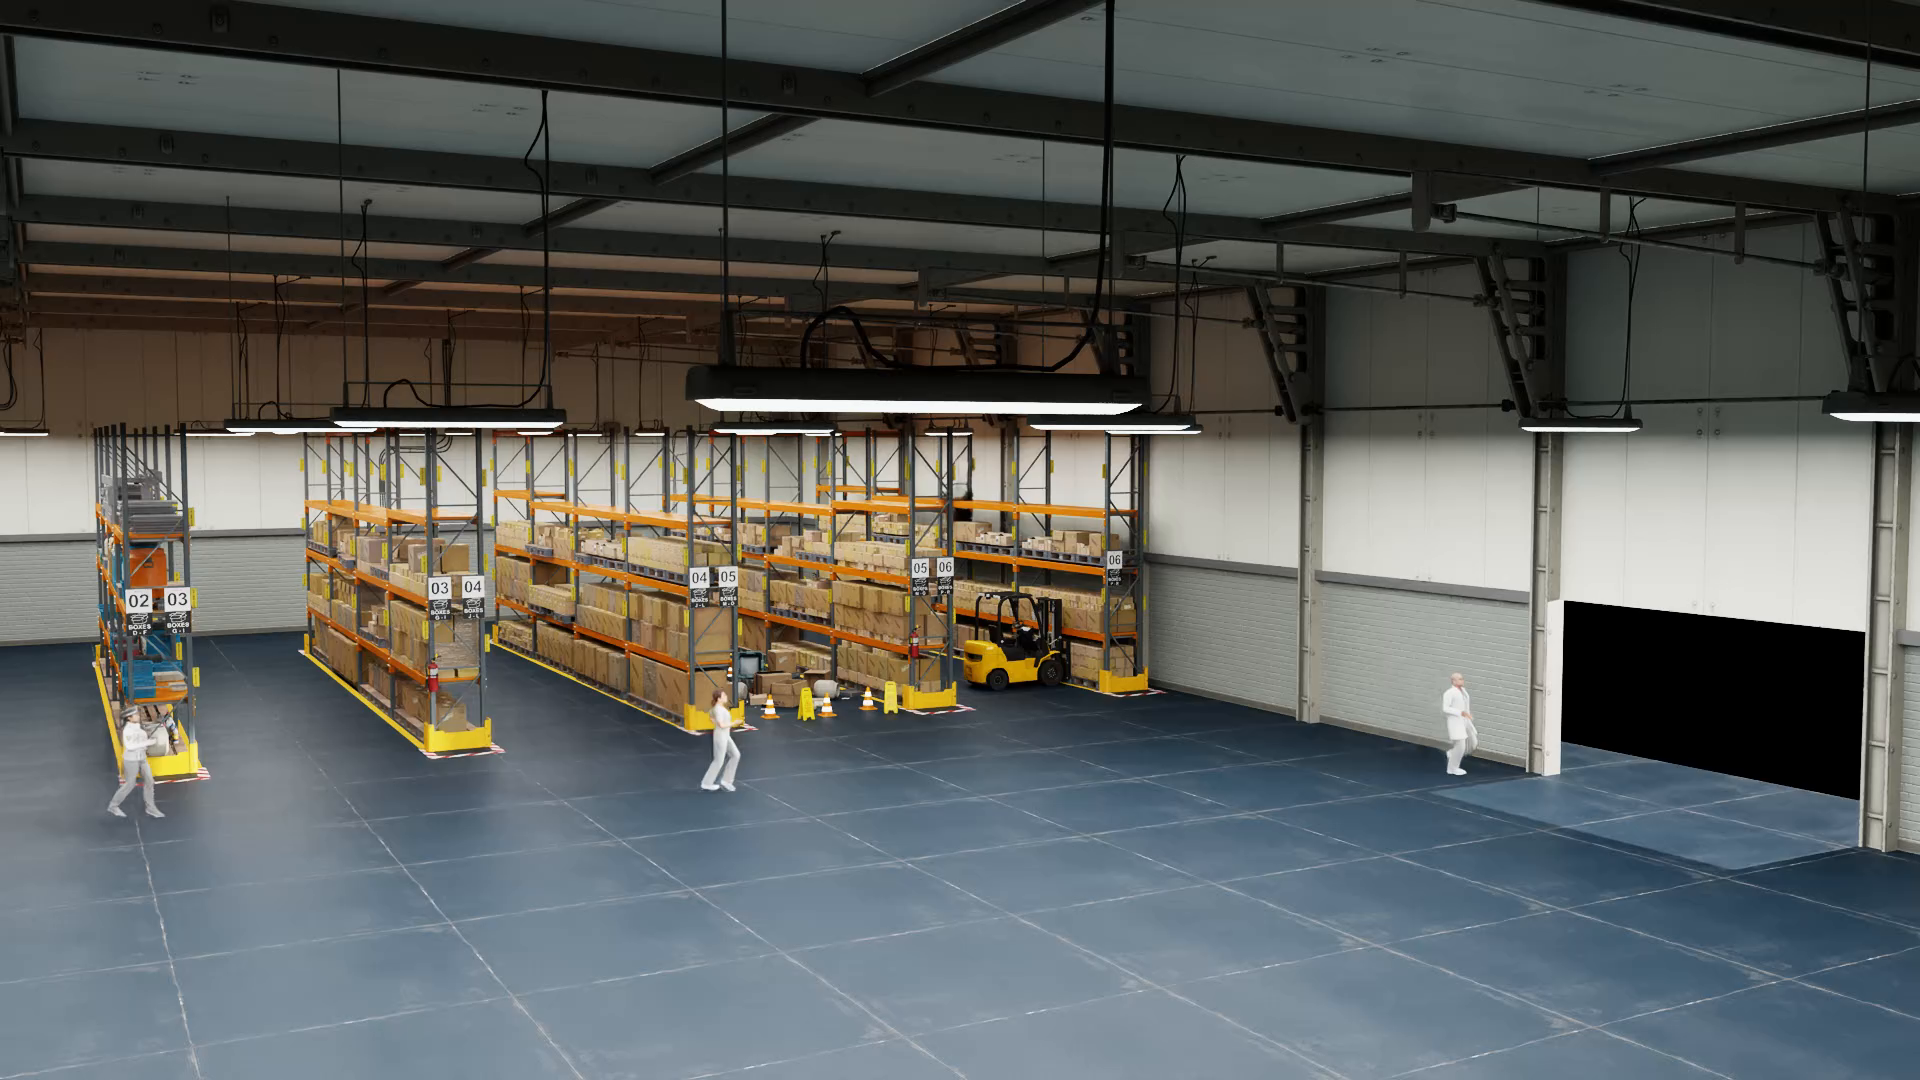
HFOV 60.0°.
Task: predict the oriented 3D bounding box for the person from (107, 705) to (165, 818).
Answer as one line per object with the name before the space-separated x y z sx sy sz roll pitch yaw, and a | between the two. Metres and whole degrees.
person | -12.418 3.343 25.004 0.785 1.730 0.599 0 3 -4

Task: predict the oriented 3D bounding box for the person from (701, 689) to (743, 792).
person | -3.854 3.257 26.931 0.691 1.705 0.544 0 3 -1

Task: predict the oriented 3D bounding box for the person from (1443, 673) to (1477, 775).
person | 8.534 3.133 28.307 0.702 1.730 0.634 -3 4 -38

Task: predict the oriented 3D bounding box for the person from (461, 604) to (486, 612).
person | -12.853 2.198 43.894 0.693 1.740 0.655 -1 4 -23
